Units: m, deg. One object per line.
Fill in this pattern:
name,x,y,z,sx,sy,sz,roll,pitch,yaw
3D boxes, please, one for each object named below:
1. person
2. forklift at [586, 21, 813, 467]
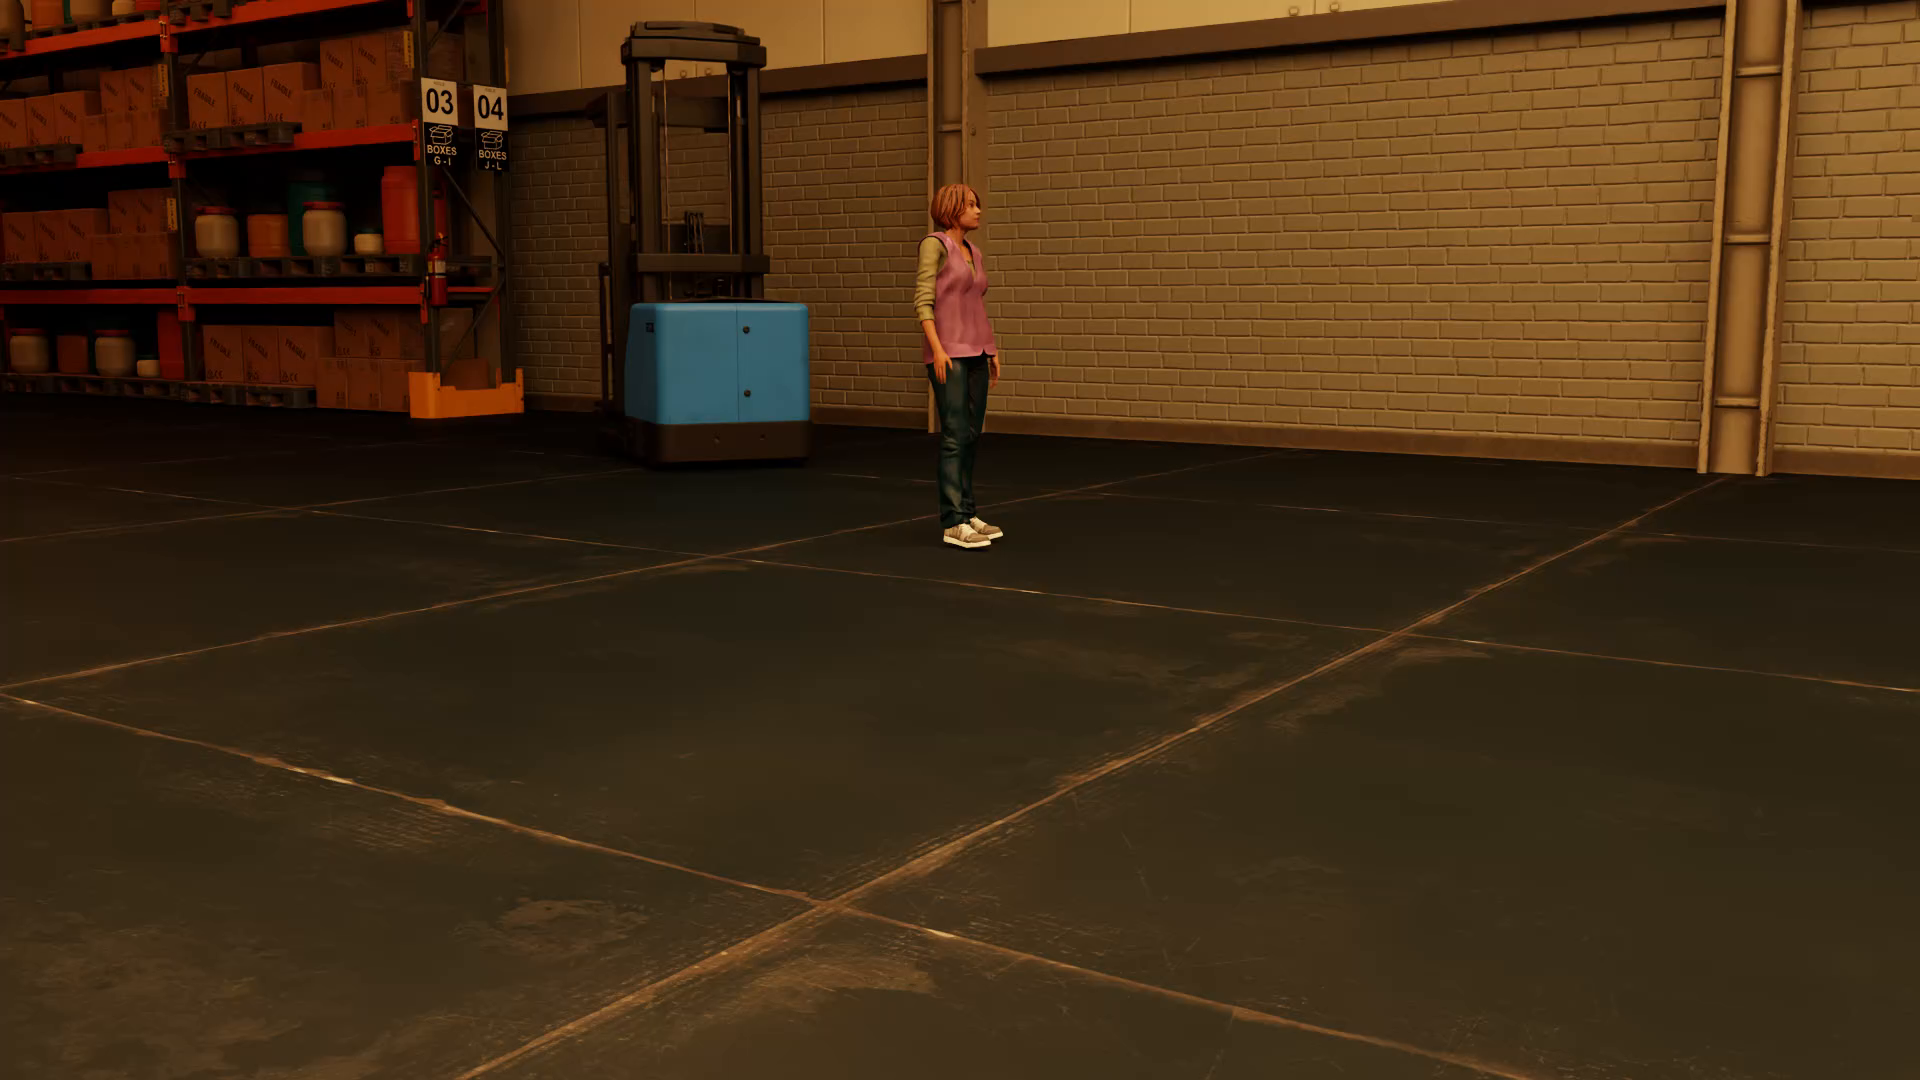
person,0.053,-0.791,7.438,0.476,1.597,0.520,5,10,34
forklift,-2.020,-2.092,11.908,1.130,2.935,3.031,-3,9,-23
